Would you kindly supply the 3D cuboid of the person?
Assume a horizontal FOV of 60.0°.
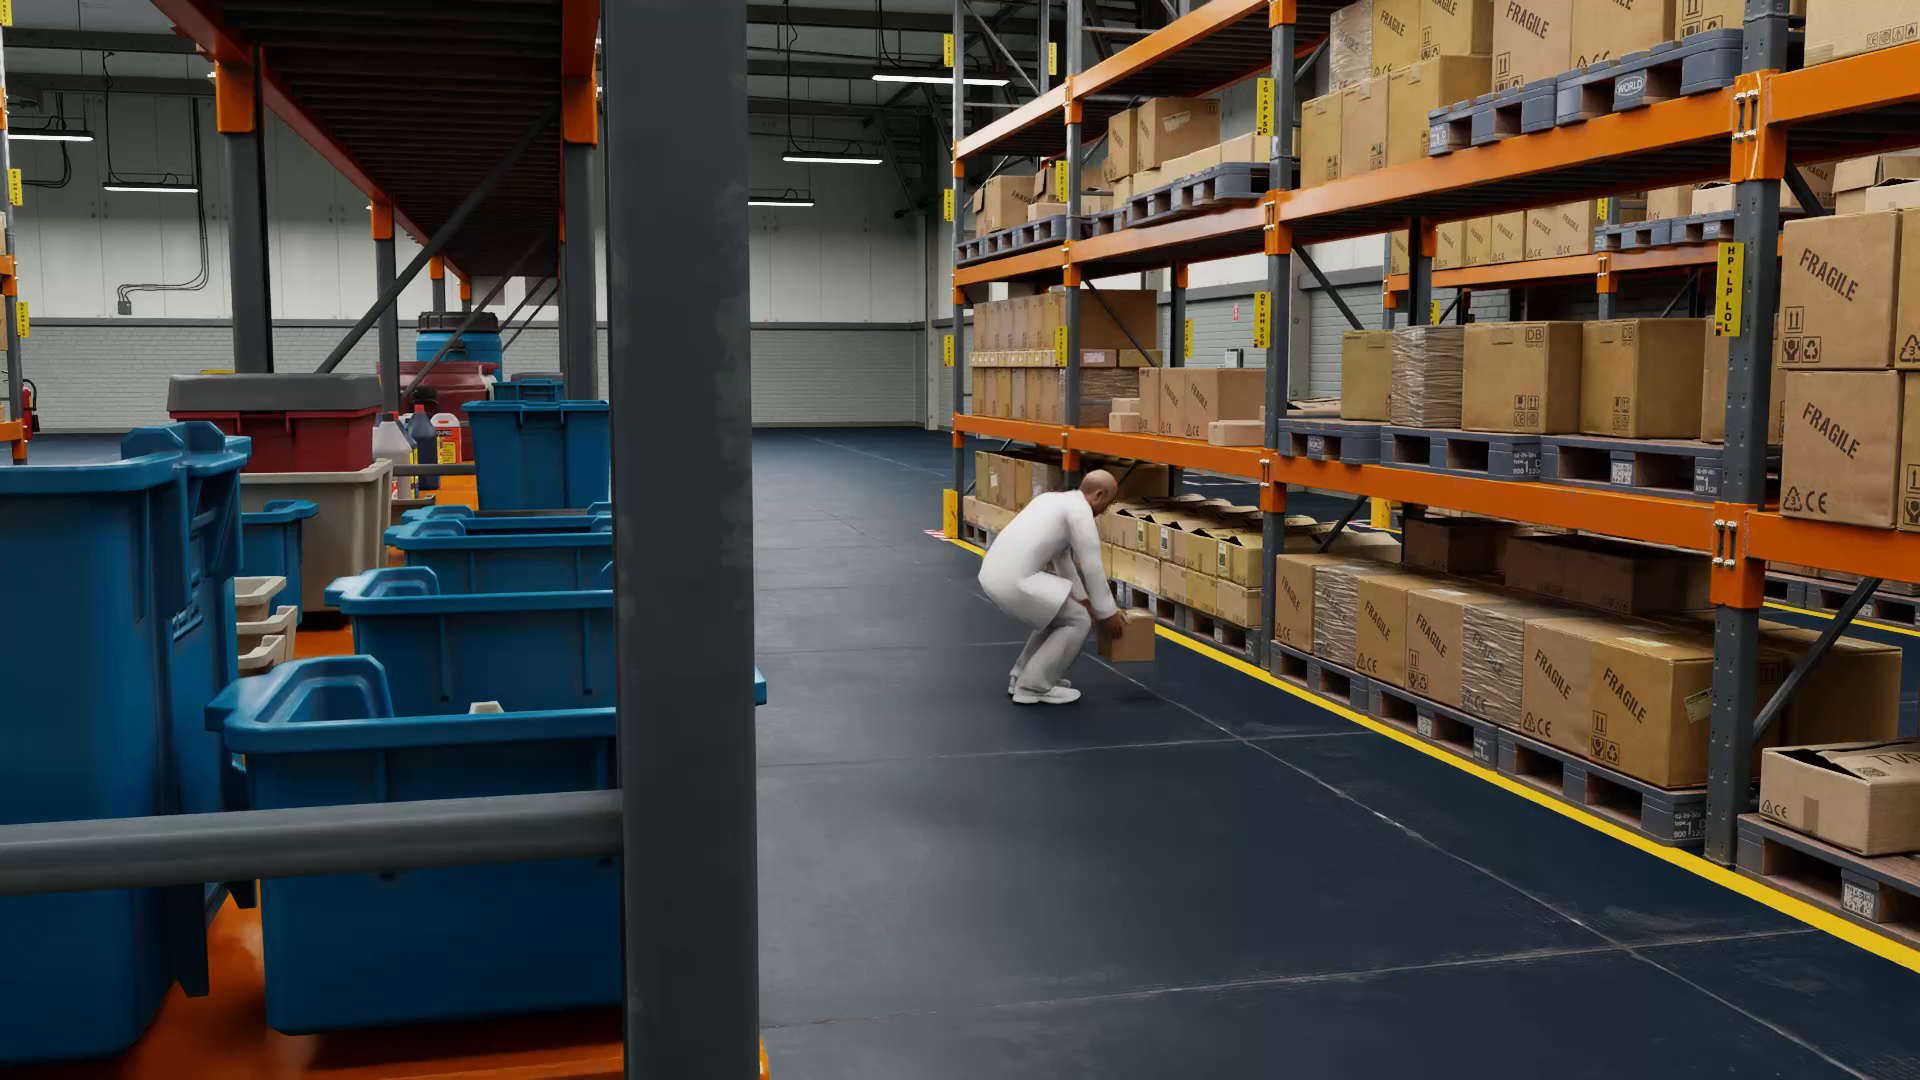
[{"bbox_3d":[0.487,0.243,9.111,0.796,1.249,0.631,-1,6,-14],"label":"person"}]
